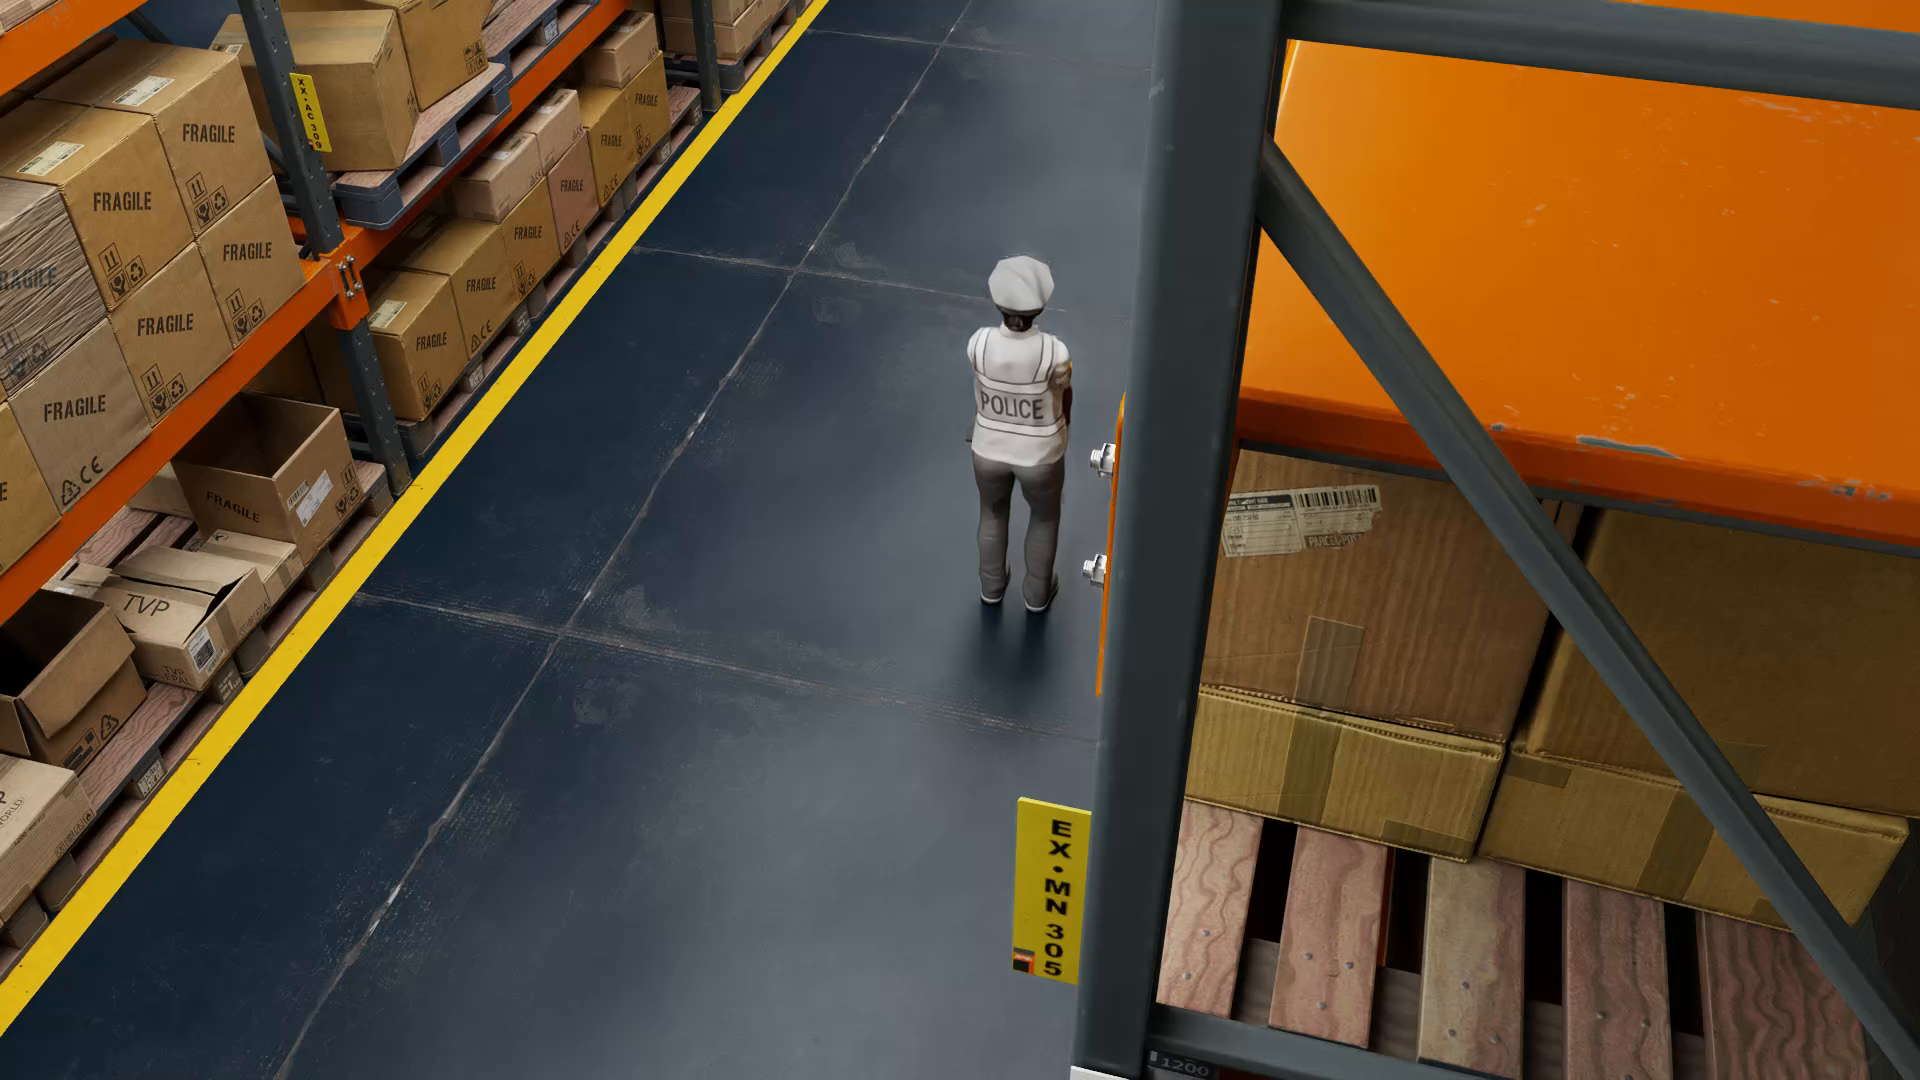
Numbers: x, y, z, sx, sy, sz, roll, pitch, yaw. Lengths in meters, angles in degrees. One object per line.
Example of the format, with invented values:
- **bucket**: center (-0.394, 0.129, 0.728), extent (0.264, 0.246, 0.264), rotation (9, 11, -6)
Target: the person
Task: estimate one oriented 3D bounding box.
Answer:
- **person**: center (0.251, -0.424, 6.798), extent (0.416, 1.685, 0.513), rotation (9, 42, 11)
